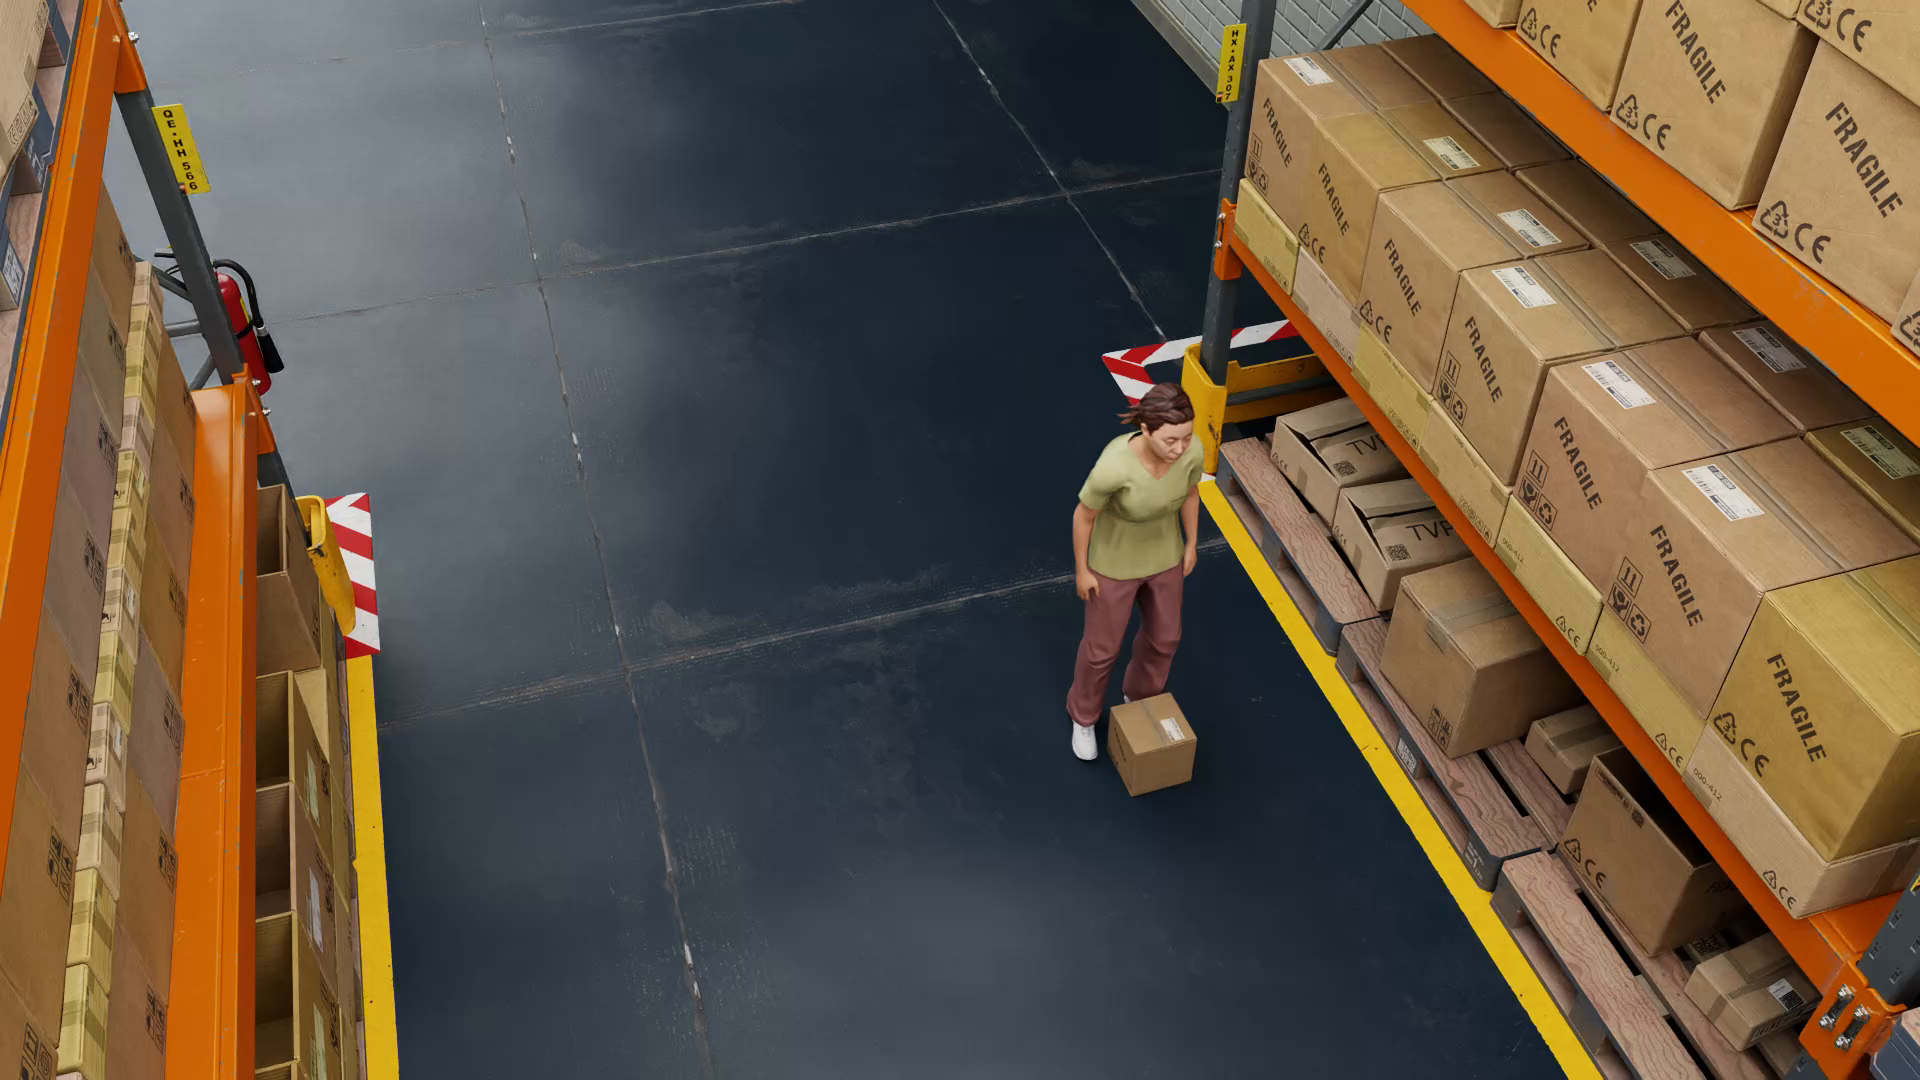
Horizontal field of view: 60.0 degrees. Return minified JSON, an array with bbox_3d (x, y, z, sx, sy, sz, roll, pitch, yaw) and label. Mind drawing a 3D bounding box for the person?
[{"bbox_3d":[0.650,0.098,6.055,0.509,1.671,0.366,-14,44,-15],"label":"person"}]
